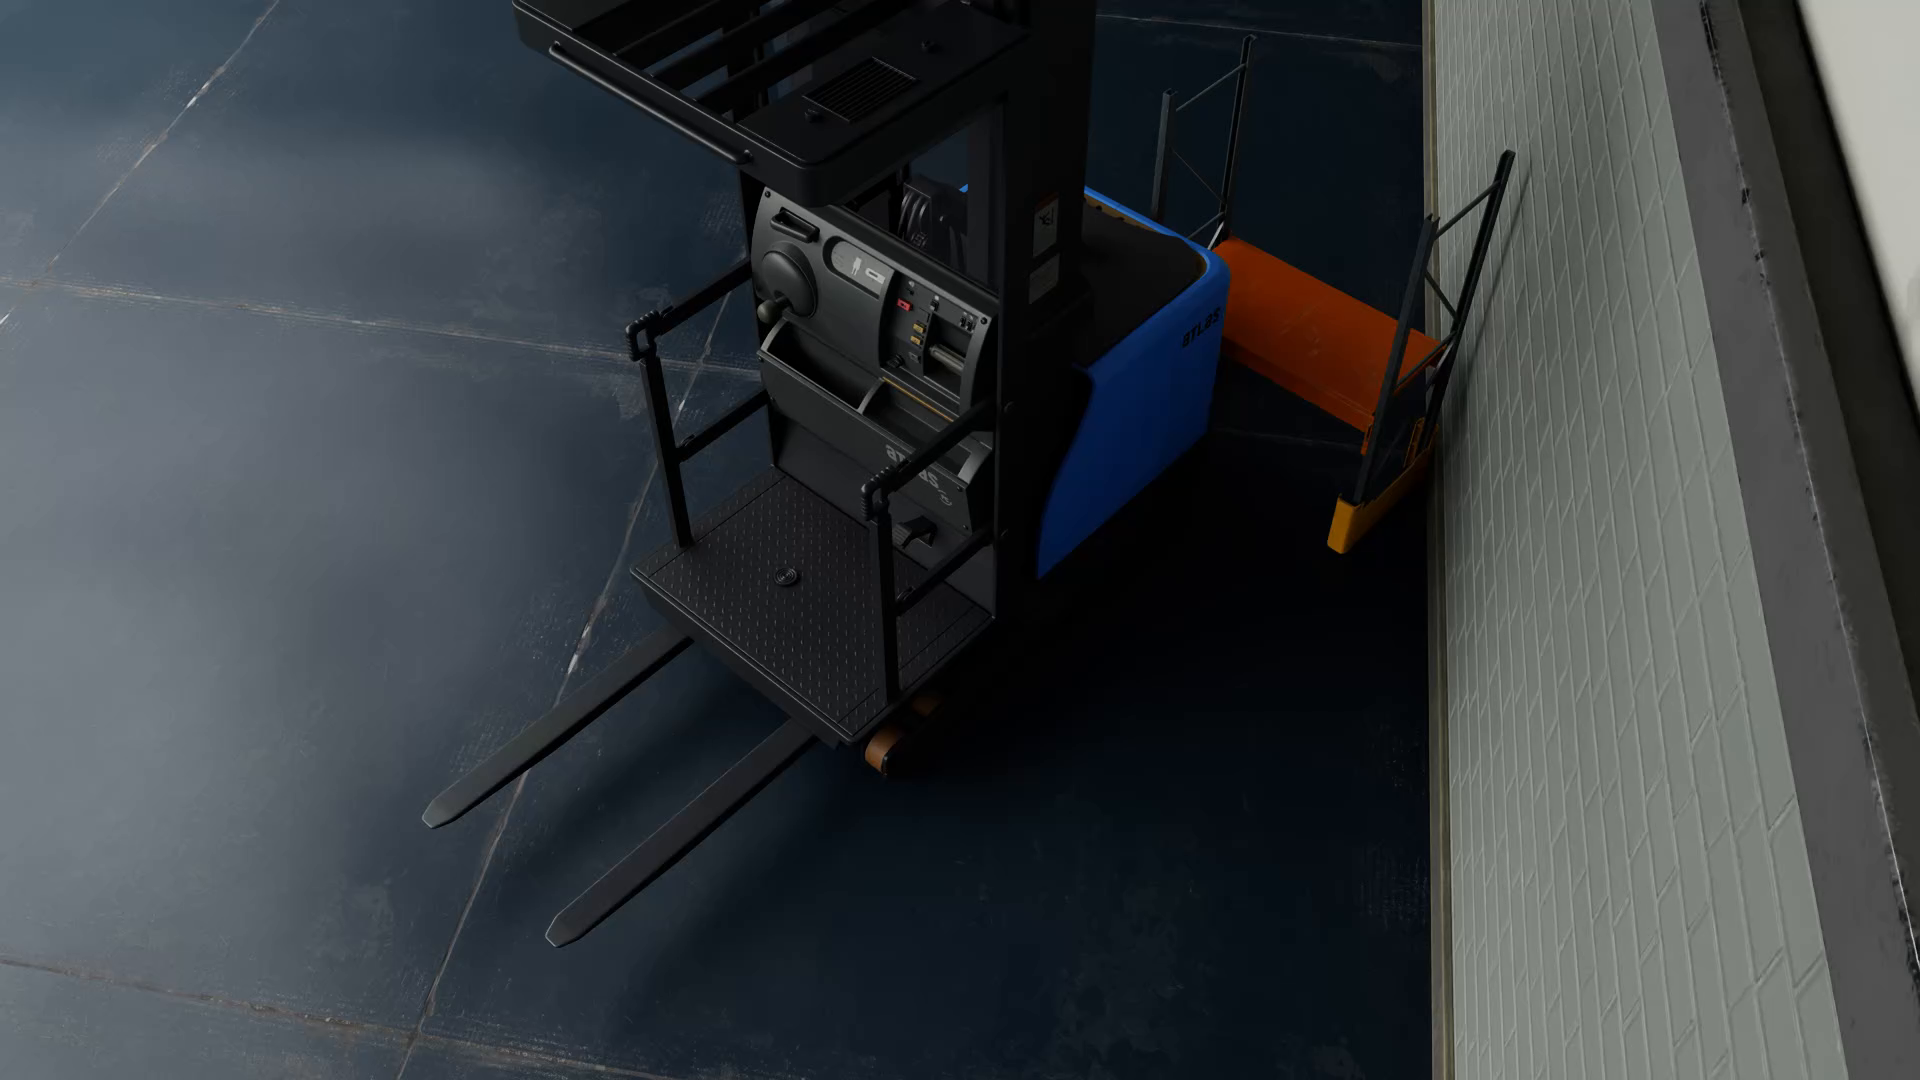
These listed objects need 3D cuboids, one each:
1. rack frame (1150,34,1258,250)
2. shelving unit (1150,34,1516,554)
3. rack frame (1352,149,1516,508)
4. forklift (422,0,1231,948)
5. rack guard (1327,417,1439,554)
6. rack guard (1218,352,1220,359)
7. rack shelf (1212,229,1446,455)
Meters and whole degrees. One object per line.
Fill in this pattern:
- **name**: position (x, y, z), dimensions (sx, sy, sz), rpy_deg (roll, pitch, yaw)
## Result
- **rack frame**: position (0.862, -1.128, 6.255), dimensions (0.032, 1.500, 0.500), rpy_deg (34, 57, 27)
- **shelving unit**: position (1.229, -0.876, 6.029), dimensions (1.083, 1.500, 0.587), rpy_deg (34, 57, 27)
- **rack frame**: position (1.610, -0.616, 5.795), dimensions (0.032, 1.500, 0.500), rpy_deg (34, 57, 27)
- **forklift**: position (-0.417, -0.636, 4.851), dimensions (1.130, 2.935, 3.031), rpy_deg (34, 56, 27)
- **rack guard**: position (1.596, -0.208, 6.269), dimensions (0.087, 0.250, 0.587), rpy_deg (34, 57, 27)
- **rack guard**: position (0.863, -0.709, 6.719), dimensions (0.087, 0.250, 0.587), rpy_deg (34, 57, 27)
- **rack shelf**: position (1.236, -0.752, 6.159), dimensions (1.000, 0.185, 0.538), rpy_deg (34, 57, 27)
